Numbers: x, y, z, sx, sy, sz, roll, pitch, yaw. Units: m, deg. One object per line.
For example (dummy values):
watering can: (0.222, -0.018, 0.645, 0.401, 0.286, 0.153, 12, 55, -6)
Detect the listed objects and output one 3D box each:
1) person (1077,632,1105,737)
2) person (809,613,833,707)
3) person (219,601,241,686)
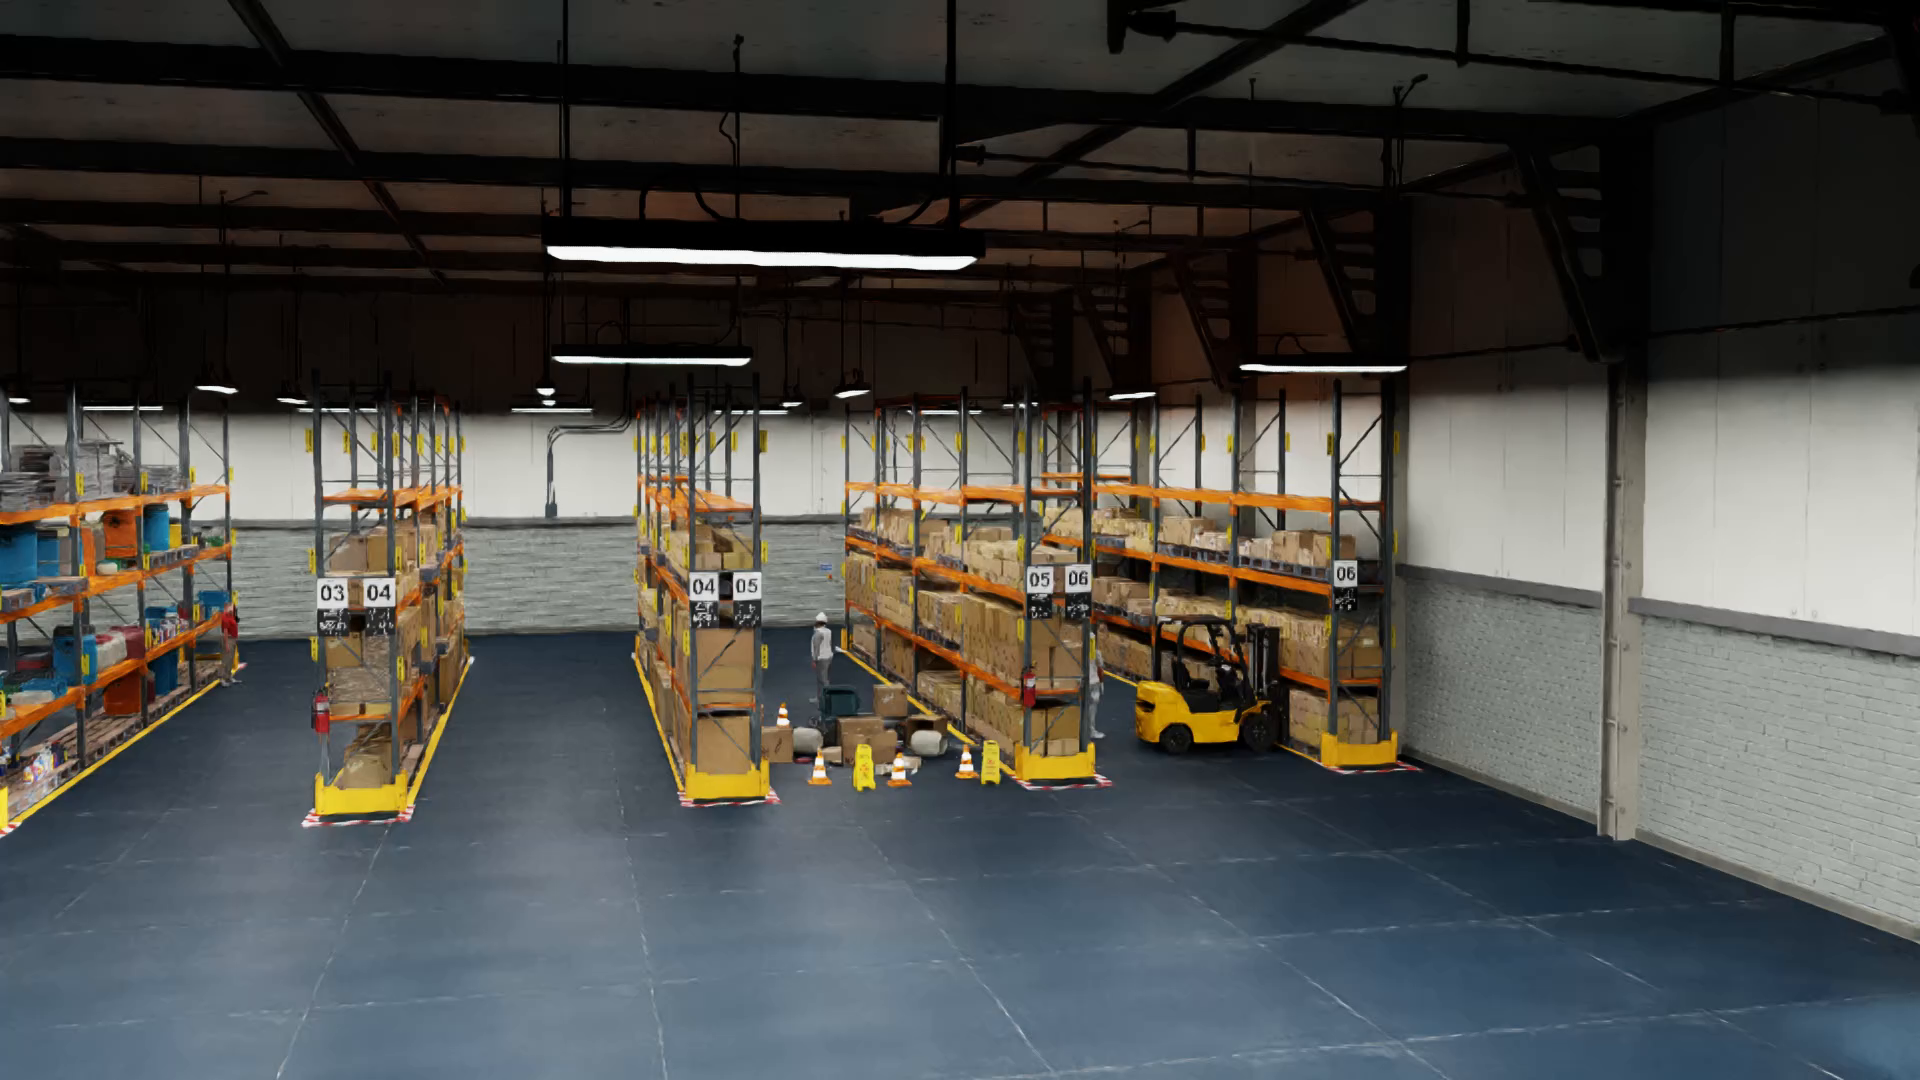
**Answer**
person: (2.243, 2.448, 28.491, 0.454, 1.786, 0.617, -3, 5, -45)
person: (-2.667, 2.271, 31.742, 0.570, 1.768, 0.627, 1, 3, 15)
person: (-15.168, 2.136, 34.489, 0.402, 1.726, 0.644, -1, 3, -19)
